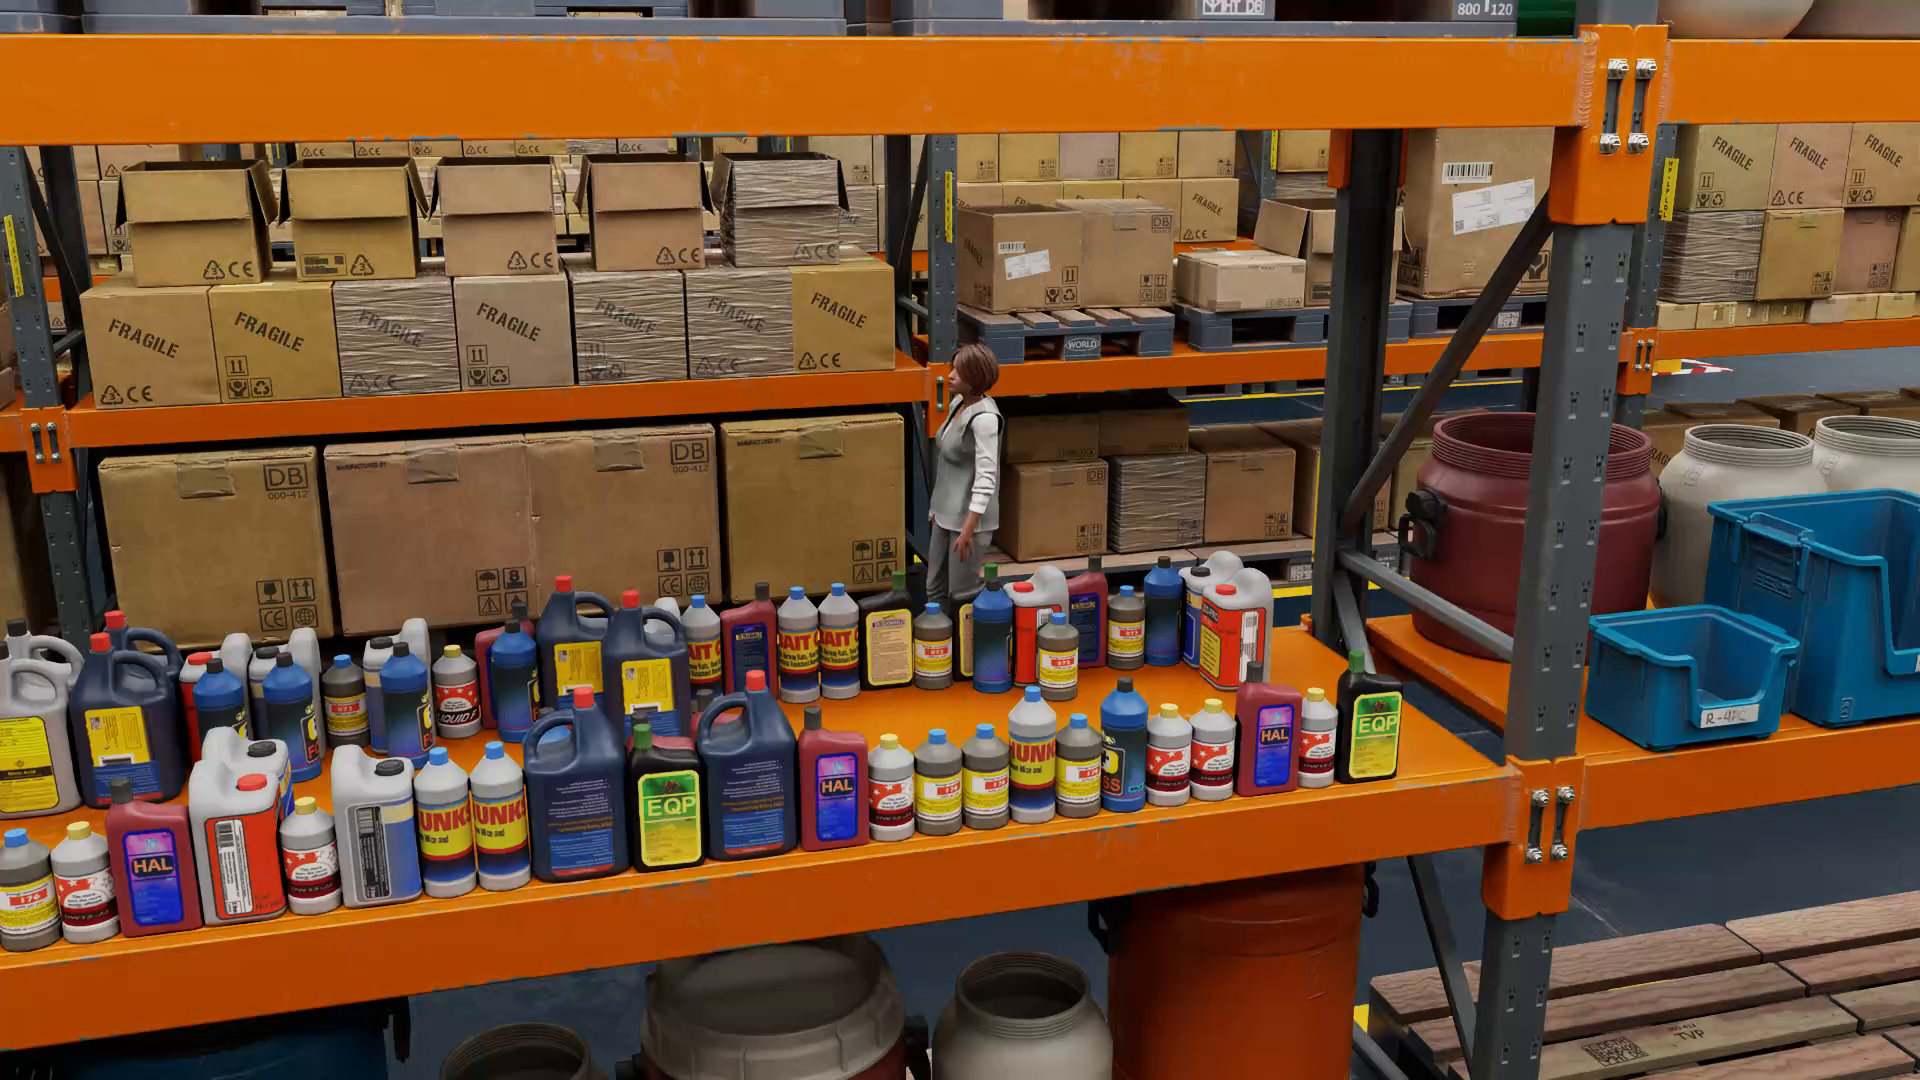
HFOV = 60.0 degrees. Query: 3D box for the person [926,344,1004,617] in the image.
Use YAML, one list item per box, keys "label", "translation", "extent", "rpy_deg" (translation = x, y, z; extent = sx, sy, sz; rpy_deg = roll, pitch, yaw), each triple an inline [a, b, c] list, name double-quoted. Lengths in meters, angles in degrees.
- label: "person"
  translation: [-0.066, -0.062, 7.231]
  extent: [0.472, 1.600, 0.521]
  rpy_deg: [-5, 17, -15]
